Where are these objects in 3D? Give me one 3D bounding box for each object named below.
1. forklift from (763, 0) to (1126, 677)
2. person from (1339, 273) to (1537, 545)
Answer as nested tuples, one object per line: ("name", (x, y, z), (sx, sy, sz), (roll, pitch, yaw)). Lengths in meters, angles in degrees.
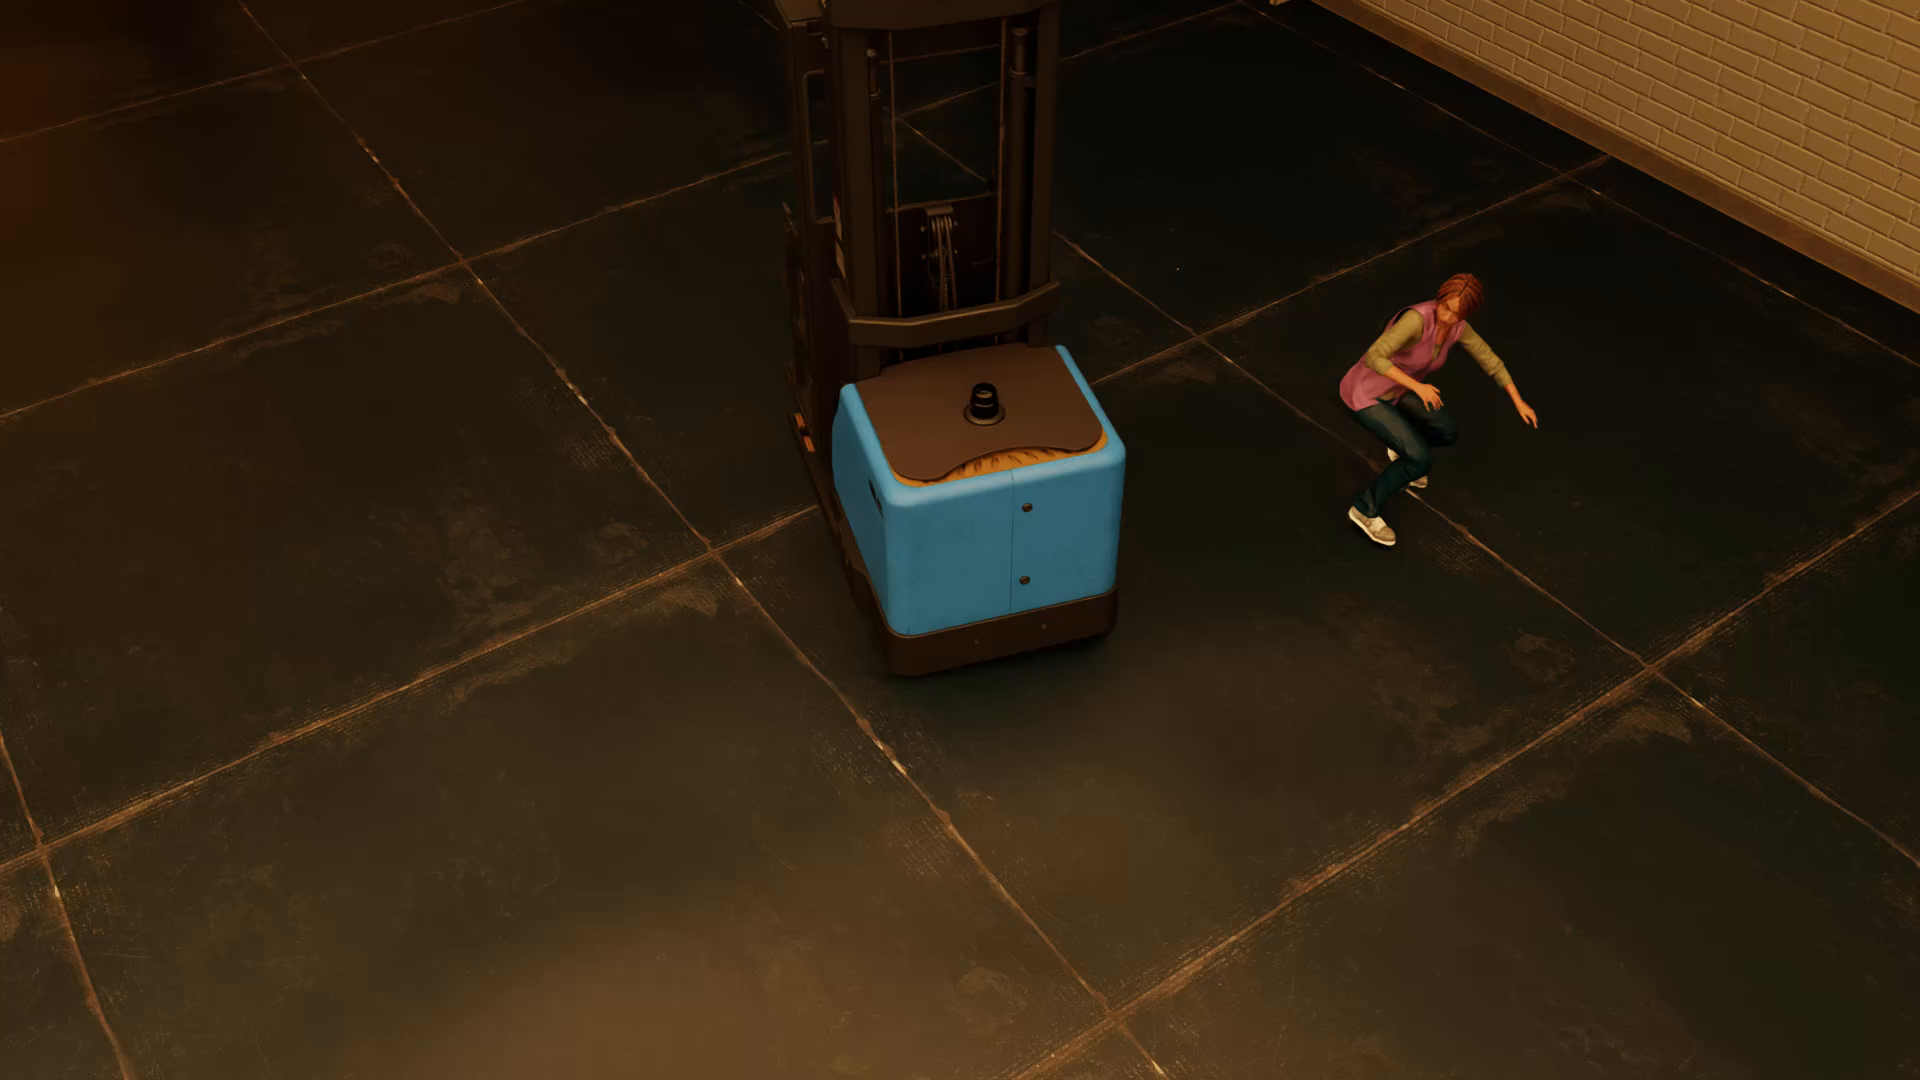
("forklift", (-0.231, -1.506, 7.349), (1.130, 2.935, 3.031), (-12, 44, -13))
("person", (2.122, -0.592, 7.555), (0.811, 1.350, 0.686), (33, 52, 31))
